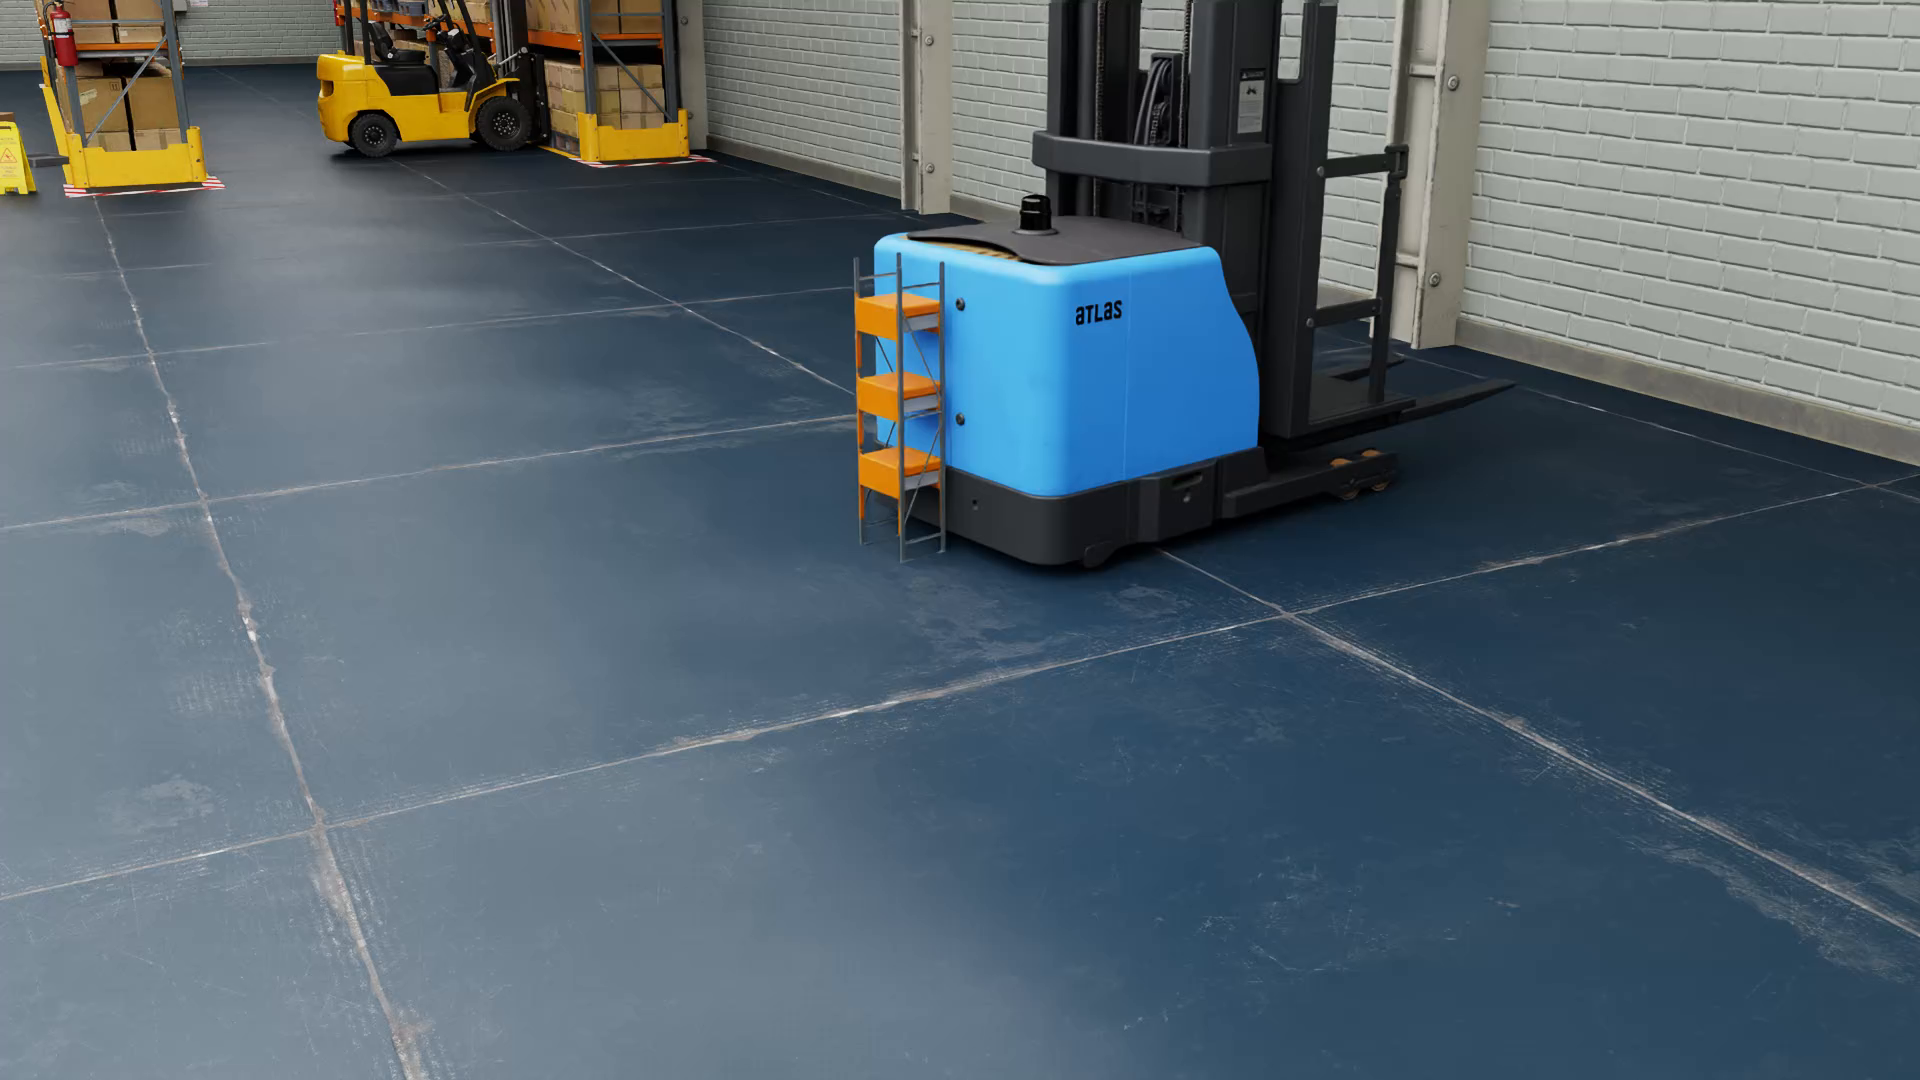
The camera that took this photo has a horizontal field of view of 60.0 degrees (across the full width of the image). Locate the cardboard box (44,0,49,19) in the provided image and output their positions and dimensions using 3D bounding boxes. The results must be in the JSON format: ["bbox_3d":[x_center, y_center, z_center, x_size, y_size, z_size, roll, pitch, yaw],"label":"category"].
[{"bbox_3d":[-9.899,-6.052,18.461,0.500,0.500,0.500,-10,21,-27],"label":"cardboard box"}]

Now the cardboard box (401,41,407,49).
[{"bbox_3d":[-8.799,-7.985,26.868,0.380,0.149,0.250,-10,21,-27],"label":"cardboard box"}]

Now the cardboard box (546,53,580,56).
[{"bbox_3d":[-4.838,-5.920,20.728,0.500,0.250,0.500,-10,22,-27],"label":"cardboard box"}]

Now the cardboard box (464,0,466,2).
[{"bbox_3d":[-6.442,-7.364,22.337,0.500,0.250,0.500,-10,21,-26],"label":"cardboard box"}]

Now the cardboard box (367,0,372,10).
[{"bbox_3d":[-9.956,-9.175,28.509,0.380,0.149,0.250,-9,21,-25],"label":"cardboard box"}]

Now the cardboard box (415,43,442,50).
[{"bbox_3d":[-8.300,-7.688,26.006,0.380,0.149,0.250,-10,22,-27],"label":"cardboard box"}]

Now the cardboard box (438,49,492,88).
[{"bbox_3d":[-7.111,-6.846,24.370,0.875,0.625,0.625,-9,21,-25],"label":"cardboard box"}]

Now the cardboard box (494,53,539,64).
[{"bbox_3d":[-5.542,-5.987,20.922,0.500,0.250,0.500,-10,22,-27],"label":"cardboard box"}]

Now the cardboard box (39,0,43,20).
[{"bbox_3d":[-12.487,-7.360,23.091,0.500,0.250,0.500,-10,21,-26],"label":"cardboard box"}]

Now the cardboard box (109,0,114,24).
[{"bbox_3d":[-8.436,-5.546,16.996,0.500,0.500,0.500,-10,22,-28],"label":"cardboard box"}]

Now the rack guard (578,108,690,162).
[{"bbox_3d":[-3.585,-4.466,18.308,1.175,0.500,0.348,-10,21,-27],"label":"rack guard"}]

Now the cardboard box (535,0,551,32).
[{"bbox_3d":[-4.543,-6.100,19.058,0.500,0.500,0.500,-10,22,-28],"label":"cardboard box"}]

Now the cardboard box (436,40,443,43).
[{"bbox_3d":[-8.385,-8.062,27.091,0.380,0.149,0.250,-9,21,-25],"label":"cardboard box"}]

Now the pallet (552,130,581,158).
[{"bbox_3d":[-3.997,-4.550,18.993,1.003,0.211,1.213,-10,21,-27],"label":"pallet"}]

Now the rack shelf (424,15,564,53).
[{"bbox_3d":[-6.446,-7.037,23.029,1.077,0.370,4.000,-10,21,-27],"label":"rack shelf"}]

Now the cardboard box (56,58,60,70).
[{"bbox_3d":[-9.437,-5.112,17.776,0.380,0.149,0.250,-9,21,-24],"label":"cardboard box"}]

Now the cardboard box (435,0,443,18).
[{"bbox_3d":[-7.165,-7.570,23.701,0.500,0.250,0.500,-10,22,-28],"label":"cardboard box"}]

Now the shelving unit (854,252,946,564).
[{"bbox_3d":[-0.209,-0.464,5.865,0.215,1.050,0.252,-15,24,-37],"label":"shelving unit"}]

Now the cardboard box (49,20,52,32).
[{"bbox_3d":[-9.995,-5.774,18.652,0.380,0.149,0.250,-10,21,-27],"label":"cardboard box"}]

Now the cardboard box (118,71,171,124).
[{"bbox_3d":[-8.367,-4.569,17.195,0.500,0.500,0.500,-11,22,-29],"label":"cardboard box"}]

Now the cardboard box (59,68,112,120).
[{"bbox_3d":[-9.311,-4.774,17.790,0.500,0.500,0.500,-9,21,-24],"label":"cardboard box"}]

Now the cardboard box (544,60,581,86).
[{"bbox_3d":[-4.586,-5.399,19.218,0.500,0.250,0.500,-10,21,-26],"label":"cardboard box"}]

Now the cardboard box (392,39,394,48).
[{"bbox_3d":[-9.359,-8.279,27.719,0.380,0.149,0.250,-9,21,-24],"label":"cardboard box"}]

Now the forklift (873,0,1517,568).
[{"bbox_3d":[1.135,-1.661,6.452,3.031,2.935,1.130,-15,24,-37],"label":"forklift"}]

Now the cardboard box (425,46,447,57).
[{"bbox_3d":[-7.853,-7.377,25.106,0.380,0.149,0.250,-11,22,-29],"label":"cardboard box"}]

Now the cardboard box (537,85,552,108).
[{"bbox_3d":[-4.595,-5.172,19.326,0.500,0.250,0.500,-11,22,-28],"label":"cardboard box"}]

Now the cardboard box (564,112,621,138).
[{"bbox_3d":[-4.098,-4.639,18.549,0.500,0.250,0.500,-10,21,-26],"label":"cardboard box"}]

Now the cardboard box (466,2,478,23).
[{"bbox_3d":[-6.209,-6.980,21.990,0.500,0.250,0.500,-10,21,-27],"label":"cardboard box"}]

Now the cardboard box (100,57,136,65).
[{"bbox_3d":[-12.017,-6.587,23.235,0.875,0.875,0.875,-10,22,-27],"label":"cardboard box"}]

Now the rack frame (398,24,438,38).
[{"bbox_3d":[-9.295,-9.100,27.904,1.000,3.000,0.127,-10,21,-27],"label":"rack frame"}]

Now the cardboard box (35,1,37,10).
[{"bbox_3d":[-15.095,-9.053,27.616,0.500,0.500,0.500,-10,21,-27],"label":"cardboard box"}]

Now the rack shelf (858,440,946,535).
[{"bbox_3d":[-0.208,-0.191,5.959,0.215,0.259,0.240,-15,24,-37],"label":"rack shelf"}]

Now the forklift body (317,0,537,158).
[{"bbox_3d":[-6.103,-5.515,18.817,2.313,2.155,1.214,-10,21,-27],"label":"forklift body"}]

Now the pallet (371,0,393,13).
[{"bbox_3d":[-9.011,-8.763,27.221,1.003,0.211,1.213,-10,21,-27],"label":"pallet"}]

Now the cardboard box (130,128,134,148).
[{"bbox_3d":[-8.339,-4.206,17.292,0.500,0.250,0.500,-9,21,-25],"label":"cardboard box"}]

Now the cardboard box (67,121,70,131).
[{"bbox_3d":[-9.076,-4.273,17.488,0.500,0.250,0.500,-11,22,-29],"label":"cardboard box"}]

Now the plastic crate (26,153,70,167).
[{"bbox_3d":[-9.839,-4.075,17.819,0.583,0.080,0.402,16,25,39],"label":"plastic crate"}]

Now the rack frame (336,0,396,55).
[{"bbox_3d":[-11.194,-10.248,31.231,1.000,3.000,0.127,-10,21,-27],"label":"rack frame"}]

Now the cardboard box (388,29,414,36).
[{"bbox_3d":[-9.305,-8.429,27.698,0.380,0.149,0.250,-10,22,-28],"label":"cardboard box"}]

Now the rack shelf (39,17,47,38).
[{"bbox_3d":[-12.712,-7.415,24.126,1.077,0.370,4.000,-10,21,-27],"label":"rack shelf"}]

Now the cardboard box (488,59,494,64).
[{"bbox_3d":[-5.754,-6.027,21.996,0.875,0.625,0.625,-9,21,-24],"label":"cardboard box"}]

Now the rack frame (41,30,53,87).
[{"bbox_3d":[-15.561,-9.478,29.000,1.000,3.000,0.127,-10,21,-27],"label":"rack frame"}]

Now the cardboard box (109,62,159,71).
[{"bbox_3d":[-9.345,-5.158,18.903,0.500,0.500,0.500,-10,22,-27],"label":"cardboard box"}]

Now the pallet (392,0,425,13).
[{"bbox_3d":[-8.323,-8.418,26.223,1.003,0.211,1.213,-10,21,-27],"label":"pallet"}]

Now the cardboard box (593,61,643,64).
[{"bbox_3d":[-3.899,-5.336,19.036,0.500,0.250,0.500,-10,21,-27],"label":"cardboard box"}]

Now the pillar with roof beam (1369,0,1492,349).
[{"bbox_3d":[-1.224,-4.719,6.010,9.100,9.000,0.400,-10,21,-27],"label":"pillar with roof beam"}]

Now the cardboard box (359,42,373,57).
[{"bbox_3d":[-10.453,-8.656,29.806,0.500,0.500,0.500,-10,21,-26],"label":"cardboard box"}]

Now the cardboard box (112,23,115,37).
[{"bbox_3d":[-8.540,-5.270,17.191,0.380,0.149,0.250,-9,21,-25],"label":"cardboard box"}]
